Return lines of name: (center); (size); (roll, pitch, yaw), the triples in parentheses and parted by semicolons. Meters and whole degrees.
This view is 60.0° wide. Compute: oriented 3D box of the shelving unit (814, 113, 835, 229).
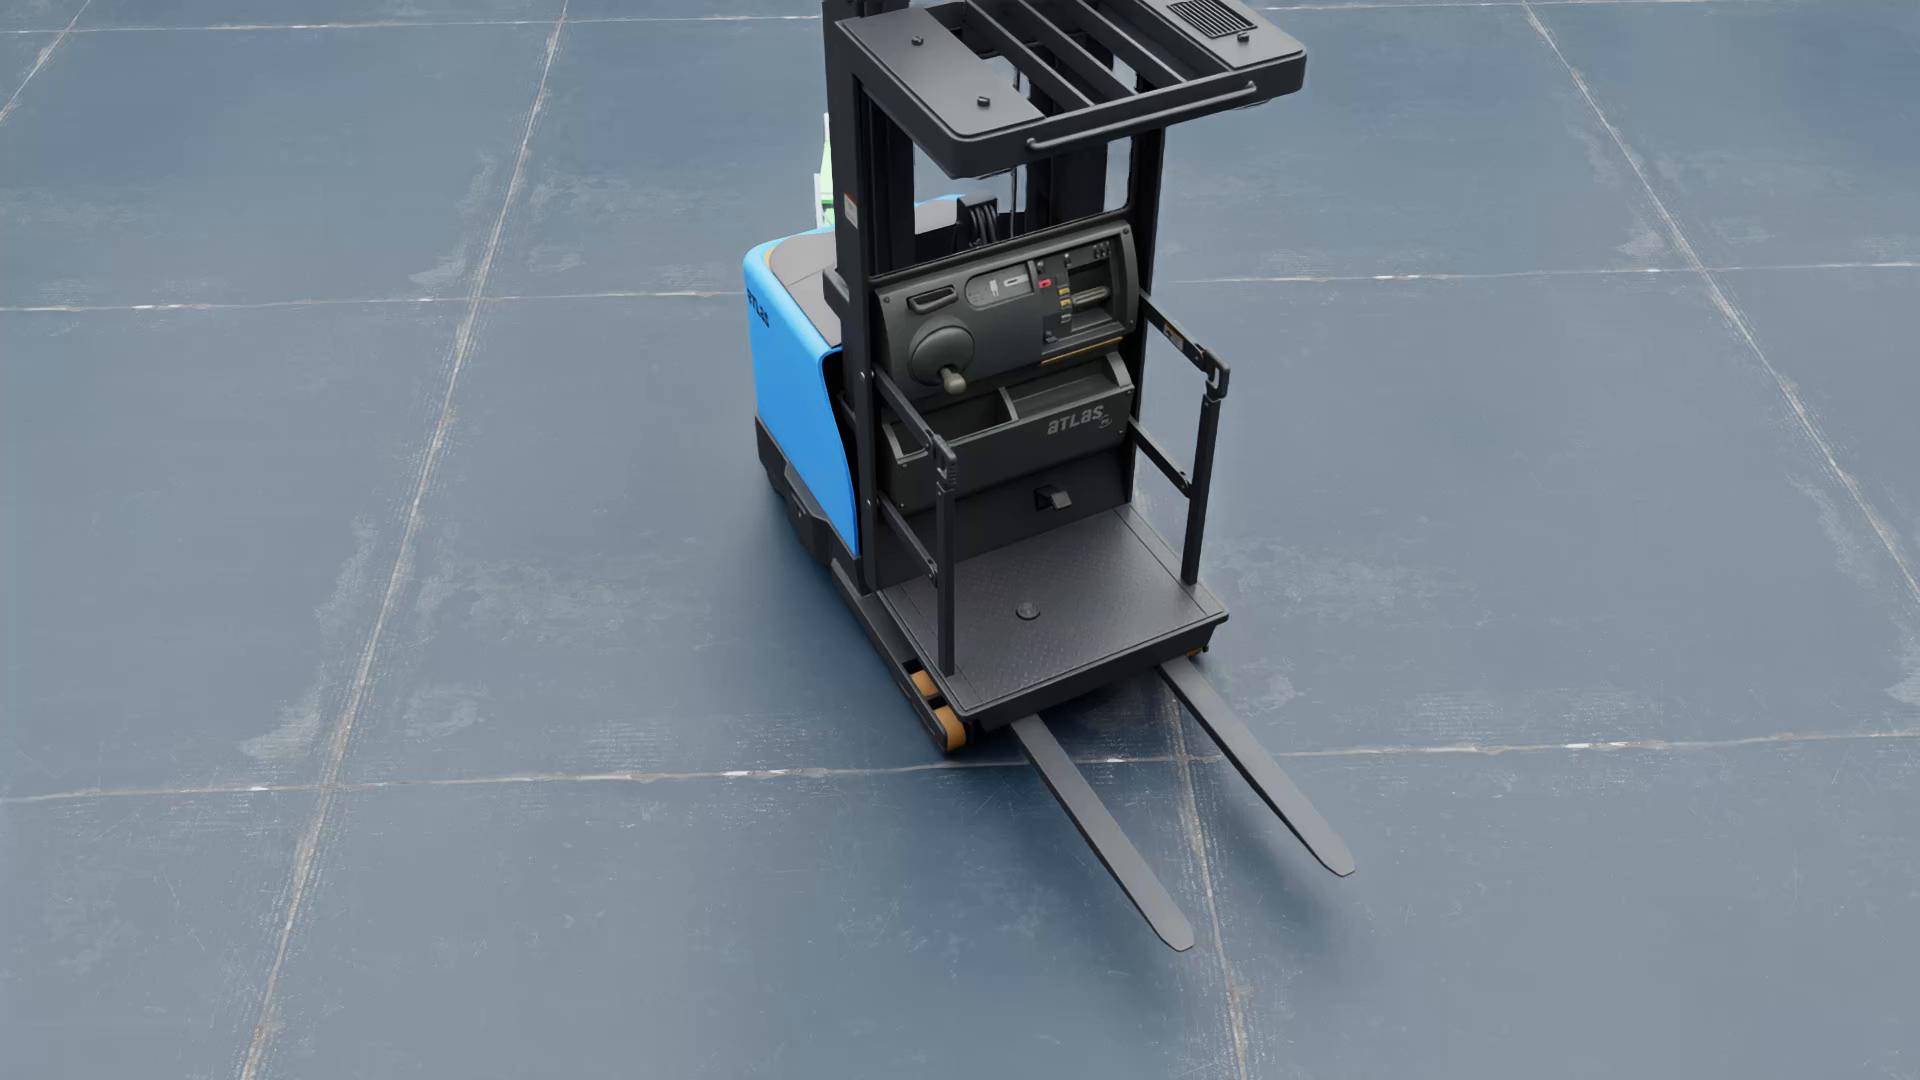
shelving unit: (-0.448, -1.160, 7.127); (0.258, 1.200, 0.503); (1, 42, 1)

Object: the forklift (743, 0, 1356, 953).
forklift: (0.271, -0.676, 5.318); (1.130, 2.935, 3.031); (-19, 46, -20)

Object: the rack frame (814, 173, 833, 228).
rack frame: (-0.453, -0.995, 6.947); (0.240, 1.200, 0.015); (1, 42, 1)

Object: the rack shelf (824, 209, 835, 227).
rack shelf: (-0.448, -1.289, 7.008); (0.258, 0.148, 0.480); (1, 42, 1)

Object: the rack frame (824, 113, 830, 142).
rack frame: (-0.443, -1.324, 7.307); (0.240, 1.200, 0.015); (1, 42, 1)

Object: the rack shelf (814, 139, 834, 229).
rack shelf: (-0.448, -1.466, 6.846); (0.258, 0.148, 0.480); (1, 42, 1)
